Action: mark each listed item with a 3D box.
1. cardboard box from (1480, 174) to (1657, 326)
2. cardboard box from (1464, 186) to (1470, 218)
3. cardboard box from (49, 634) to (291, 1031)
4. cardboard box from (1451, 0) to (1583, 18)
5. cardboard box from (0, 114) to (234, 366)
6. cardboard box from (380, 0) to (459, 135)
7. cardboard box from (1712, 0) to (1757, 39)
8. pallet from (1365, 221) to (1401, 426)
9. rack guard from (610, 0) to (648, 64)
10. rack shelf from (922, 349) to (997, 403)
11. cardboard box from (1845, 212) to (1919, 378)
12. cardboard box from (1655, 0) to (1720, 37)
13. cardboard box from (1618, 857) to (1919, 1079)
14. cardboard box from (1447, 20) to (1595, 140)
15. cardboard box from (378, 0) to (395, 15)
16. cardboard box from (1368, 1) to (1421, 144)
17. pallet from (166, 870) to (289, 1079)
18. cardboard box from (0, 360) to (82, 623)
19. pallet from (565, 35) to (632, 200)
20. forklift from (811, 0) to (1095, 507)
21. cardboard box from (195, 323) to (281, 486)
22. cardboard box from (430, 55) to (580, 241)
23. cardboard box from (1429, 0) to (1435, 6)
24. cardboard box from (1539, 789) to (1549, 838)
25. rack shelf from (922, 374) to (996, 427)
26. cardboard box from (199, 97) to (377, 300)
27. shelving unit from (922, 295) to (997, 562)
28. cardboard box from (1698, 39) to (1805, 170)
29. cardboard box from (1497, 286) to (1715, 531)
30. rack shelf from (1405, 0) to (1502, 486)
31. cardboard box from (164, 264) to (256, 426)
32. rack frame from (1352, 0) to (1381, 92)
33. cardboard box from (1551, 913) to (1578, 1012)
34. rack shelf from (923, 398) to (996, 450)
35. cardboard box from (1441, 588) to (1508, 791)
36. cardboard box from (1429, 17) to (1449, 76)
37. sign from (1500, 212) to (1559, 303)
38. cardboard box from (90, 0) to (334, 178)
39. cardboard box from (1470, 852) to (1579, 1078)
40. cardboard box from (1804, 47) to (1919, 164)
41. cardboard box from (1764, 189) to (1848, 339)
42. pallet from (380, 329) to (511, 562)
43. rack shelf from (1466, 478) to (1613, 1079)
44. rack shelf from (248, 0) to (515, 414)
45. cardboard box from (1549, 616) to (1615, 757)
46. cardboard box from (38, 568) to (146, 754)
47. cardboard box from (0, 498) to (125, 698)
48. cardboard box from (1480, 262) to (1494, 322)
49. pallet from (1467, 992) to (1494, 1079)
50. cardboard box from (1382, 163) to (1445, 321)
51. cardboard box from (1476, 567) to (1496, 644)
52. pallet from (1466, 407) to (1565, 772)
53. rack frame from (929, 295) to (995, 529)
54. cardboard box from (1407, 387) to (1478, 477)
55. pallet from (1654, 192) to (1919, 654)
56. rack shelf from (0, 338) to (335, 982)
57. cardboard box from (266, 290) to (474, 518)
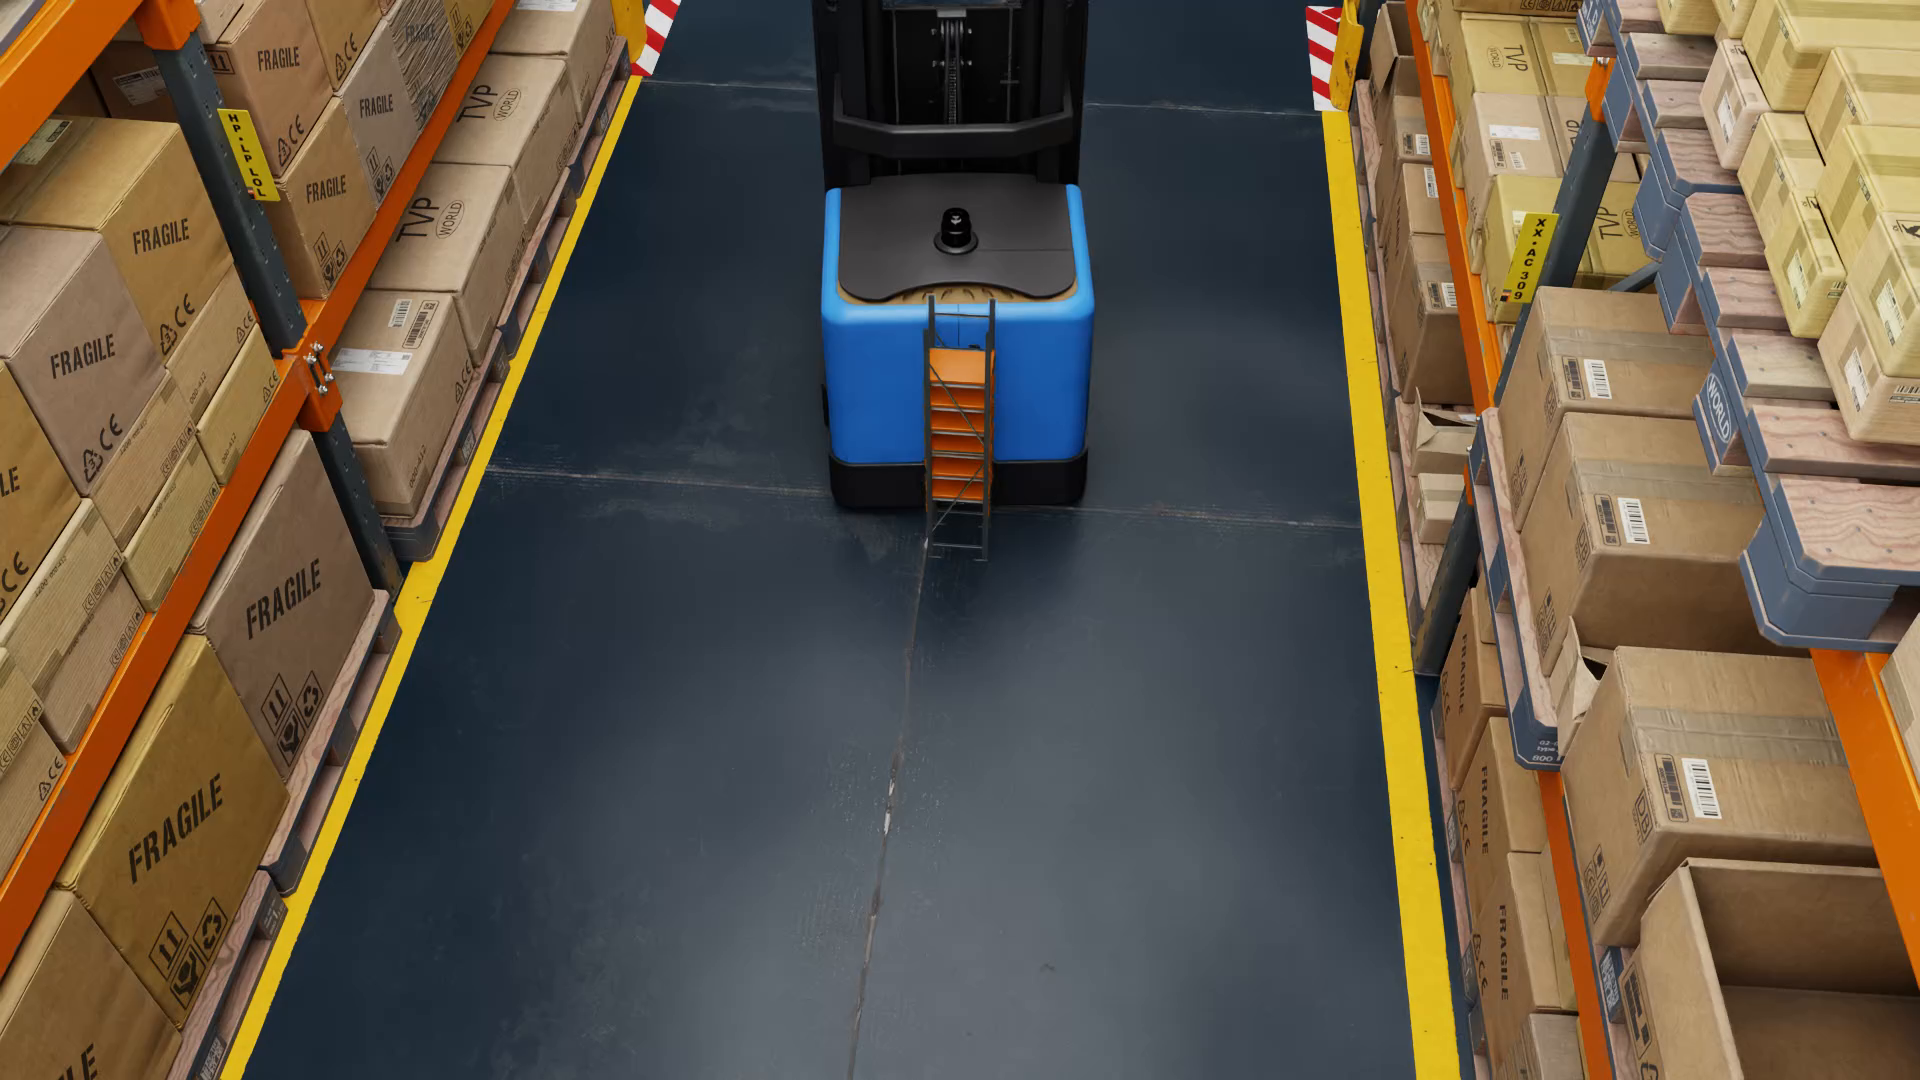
[{"bbox_3d":[2.029,-0.949,5.511,0.500,0.250,0.500,5,48,5],"label":"cardboard box"},{"bbox_3d":[2.056,-1.252,6.058,0.380,0.149,0.250,5,48,5],"label":"cardboard box"},{"bbox_3d":[-2.769,0.861,5.111,0.875,0.875,0.875,5,48,5],"label":"cardboard box"},{"bbox_3d":[2.144,-2.333,6.269,0.500,0.500,0.500,5,48,5],"label":"cardboard box"},{"bbox_3d":[-2.508,-0.866,4.790,0.500,0.500,0.500,5,48,5],"label":"cardboard box"},{"bbox_3d":[-2.313,-1.935,6.445,0.500,0.500,0.500,4,48,4],"label":"cardboard box"},{"bbox_3d":[1.743,-1.138,3.367,0.380,0.149,0.250,3,48,3],"label":"cardboard box"},{"bbox_3d":[2.398,-0.971,7.521,1.003,0.211,1.213,4,48,4],"label":"pallet"},{"bbox_3d":[-2.351,-2.953,9.138,1.175,0.500,0.348,4,48,4],"label":"rack guard"},{"bbox_3d":[-0.001,-0.607,6.091,0.258,0.103,0.180,4,48,4],"label":"rack shelf"},{"bbox_3d":[1.680,-0.387,2.680,0.380,0.149,0.250,4,48,4],"label":"cardboard box"},{"bbox_3d":[1.744,-1.231,3.654,0.380,0.149,0.250,4,48,4],"label":"cardboard box"},{"bbox_3d":[1.826,1.042,3.435,0.797,0.503,0.637,3,48,3],"label":"cardboard box"},{"bbox_3d":[2.119,-1.684,6.183,0.500,0.250,0.500,4,48,3],"label":"cardboard box"},{"bbox_3d":[-2.323,-2.291,6.093,0.500,0.500,0.500,5,48,4],"label":"cardboard box"},{"bbox_3d":[2.440,-2.304,8.258,0.797,0.503,0.637,2,48,2],"label":"cardboard box"},{"bbox_3d":[-2.822,1.572,5.195,1.003,0.211,1.213,4,48,4],"label":"pallet"},{"bbox_3d":[-2.614,-0.114,4.102,0.500,0.500,0.500,5,48,5],"label":"cardboard box"},{"bbox_3d":[-2.348,-2.245,8.686,1.003,0.211,1.213,4,48,4],"label":"pallet"},{"bbox_3d":[-0.045,-2.200,6.802,1.130,2.935,3.031,-1,48,-1],"label":"forklift"},{"bbox_3d":[-2.508,-0.443,5.250,0.500,0.250,0.500,3,48,3],"label":"cardboard box"},{"bbox_3d":[-2.389,-1.891,7.925,0.875,0.438,0.875,5,48,5],"label":"cardboard box"},{"bbox_3d":[2.192,-2.439,6.874,0.500,0.250,0.500,3,48,3],"label":"cardboard box"},{"bbox_3d":[1.956,0.820,4.963,0.380,0.149,0.250,3,48,3],"label":"cardboard box"},{"bbox_3d":[-0.001,-0.526,6.179,0.258,0.103,0.180,4,48,4],"label":"rack shelf"},{"bbox_3d":[-2.414,-1.201,5.774,0.500,0.500,0.500,5,48,5],"label":"cardboard box"},{"bbox_3d":[-0.001,-0.394,6.323,0.258,1.200,0.189,4,48,4],"label":"shelving unit"},{"bbox_3d":[1.711,-0.858,3.313,0.380,0.149,0.250,4,48,4],"label":"cardboard box"},{"bbox_3d":[1.959,-0.344,4.705,0.700,0.500,0.500,5,48,5],"label":"cardboard box"},{"bbox_3d":[2.408,-1.736,6.818,1.077,0.370,4.000,4,48,4],"label":"rack shelf"},{"bbox_3d":[-2.516,-0.618,5.071,0.500,0.250,0.500,4,48,3],"label":"cardboard box"},{"bbox_3d":[2.590,-3.448,7.897,1.000,3.000,0.127,4,48,4],"label":"rack frame"},{"bbox_3d":[1.871,1.184,4.630,0.380,0.149,0.250,5,48,5],"label":"cardboard box"},{"bbox_3d":[-0.001,-0.445,6.268,0.258,0.103,0.180,4,48,4],"label":"rack shelf"},{"bbox_3d":[1.958,0.534,5.665,0.500,0.500,0.500,6,48,5],"label":"cardboard box"},{"bbox_3d":[2.116,-2.002,6.744,0.380,0.149,0.250,5,48,4],"label":"cardboard box"},{"bbox_3d":[1.685,-0.832,4.917,0.100,0.325,0.005,4,48,4],"label":"sign"},{"bbox_3d":[-2.433,-1.545,5.411,0.500,0.500,0.500,4,48,4],"label":"cardboard box"},{"bbox_3d":[1.869,1.292,4.971,0.500,0.500,0.500,3,48,2],"label":"cardboard box"},{"bbox_3d":[1.781,-0.755,3.017,0.380,0.149,0.250,4,48,4],"label":"cardboard box"},{"bbox_3d":[1.680,-0.482,2.969,0.380,0.149,0.250,5,48,4],"label":"cardboard box"},{"bbox_3d":[-2.570,-0.452,7.046,1.003,0.211,1.213,4,48,4],"label":"pallet"},{"bbox_3d":[2.043,1.204,4.130,1.077,0.370,4.000,4,48,4],"label":"rack shelf"},{"bbox_3d":[-2.535,-2.067,7.121,1.077,0.370,4.000,4,48,4],"label":"rack shelf"},{"bbox_3d":[1.717,0.390,4.193,0.396,0.266,0.258,6,48,5],"label":"cardboard box"},{"bbox_3d":[-2.620,0.301,4.569,0.500,0.250,0.500,3,48,2],"label":"cardboard box"},{"bbox_3d":[-2.595,0.131,4.386,0.500,0.250,0.500,5,48,4],"label":"cardboard box"},{"bbox_3d":[2.005,-0.868,5.707,0.380,0.149,0.250,5,48,5],"label":"cardboard box"},{"bbox_3d":[2.081,1.932,4.866,1.003,0.211,1.213,4,48,4],"label":"pallet"},{"bbox_3d":[2.176,-1.296,7.338,0.500,0.500,0.500,5,48,4],"label":"cardboard box"},{"bbox_3d":[1.928,0.220,5.512,0.380,0.149,0.250,6,48,5],"label":"cardboard box"},{"bbox_3d":[2.044,0.136,4.749,1.003,0.211,1.213,4,48,4],"label":"pallet"},{"bbox_3d":[0.007,-0.462,6.385,0.240,1.200,0.006,4,48,4],"label":"rack frame"},{"bbox_3d":[2.016,-0.419,6.695,0.396,0.266,0.258,5,48,5],"label":"cardboard box"},{"bbox_3d":[2.005,-0.221,3.040,1.213,0.211,1.003,4,48,4],"label":"pallet"},{"bbox_3d":[-2.900,0.873,4.432,1.077,0.370,4.000,4,48,4],"label":"rack shelf"},{"bbox_3d":[-2.554,-0.571,6.717,0.875,0.438,0.875,3,48,3],"label":"cardboard box"}]
